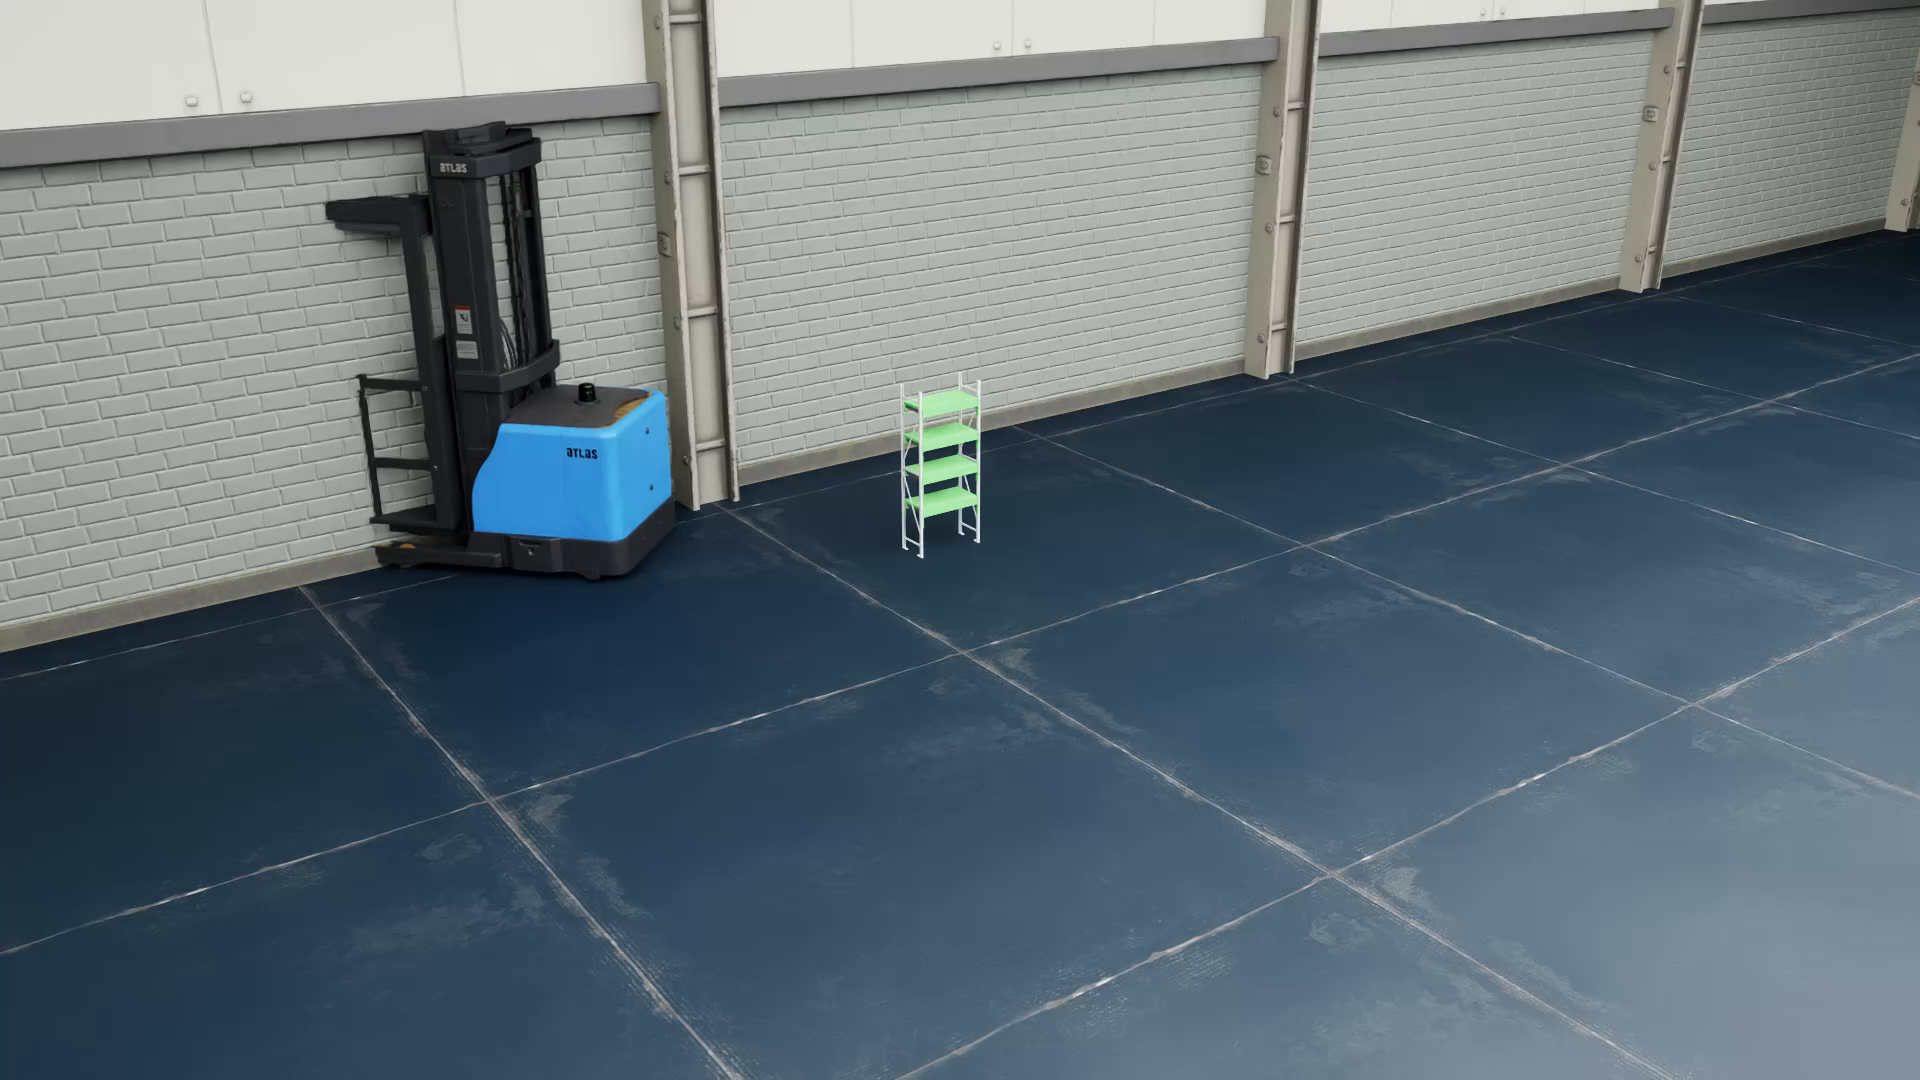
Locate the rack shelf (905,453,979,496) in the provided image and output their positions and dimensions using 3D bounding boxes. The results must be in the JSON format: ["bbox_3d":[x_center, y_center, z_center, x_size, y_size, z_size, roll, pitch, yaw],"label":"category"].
[{"bbox_3d":[-0.134,-0.462,11.608,0.480,0.148,0.258,-15,26,-33],"label":"rack shelf"}]

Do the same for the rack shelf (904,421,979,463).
[{"bbox_3d":[-0.134,-0.685,11.519,0.480,0.148,0.258,-15,26,-33],"label":"rack shelf"}]

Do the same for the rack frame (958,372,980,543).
[{"bbox_3d":[0.064,-0.574,11.717,0.015,1.200,0.240,-15,26,-33],"label":"rack frame"}]

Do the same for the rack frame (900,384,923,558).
[{"bbox_3d":[-0.332,-0.469,11.452,0.015,1.200,0.240,-15,26,-33],"label":"rack frame"}]

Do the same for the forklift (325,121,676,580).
[{"bbox_3d":[-3.614,-1.353,11.332,3.031,2.935,1.130,4,22,11],"label":"forklift"}]

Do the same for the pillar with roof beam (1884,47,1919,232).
[{"bbox_3d":[15.202,-7.088,17.516,0.400,9.000,9.100,-15,26,-33],"label":"pillar with roof beam"}]

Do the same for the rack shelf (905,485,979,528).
[{"bbox_3d":[-0.134,-0.239,11.697,0.480,0.148,0.258,-15,26,-33],"label":"rack shelf"}]

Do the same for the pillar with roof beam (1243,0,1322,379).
[{"bbox_3d":[5.461,-4.490,11.007,0.400,9.000,9.100,-15,26,-33],"label":"pillar with roof beam"}]

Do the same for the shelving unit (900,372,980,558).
[{"bbox_3d":[-0.134,-0.521,11.584,0.503,1.200,0.258,-15,26,-33],"label":"shelving unit"}]

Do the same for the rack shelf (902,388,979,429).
[{"bbox_3d":[-0.134,-0.908,11.430,0.480,0.148,0.258,-15,26,-33],"label":"rack shelf"}]

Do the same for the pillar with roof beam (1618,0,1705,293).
[{"bbox_3d":[10.331,-5.789,14.261,0.400,9.000,9.100,-15,26,-33],"label":"pillar with roof beam"}]

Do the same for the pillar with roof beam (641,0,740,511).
[{"bbox_3d":[0.590,-3.191,7.752,0.400,9.000,9.100,-15,26,-33],"label":"pillar with roof beam"}]
